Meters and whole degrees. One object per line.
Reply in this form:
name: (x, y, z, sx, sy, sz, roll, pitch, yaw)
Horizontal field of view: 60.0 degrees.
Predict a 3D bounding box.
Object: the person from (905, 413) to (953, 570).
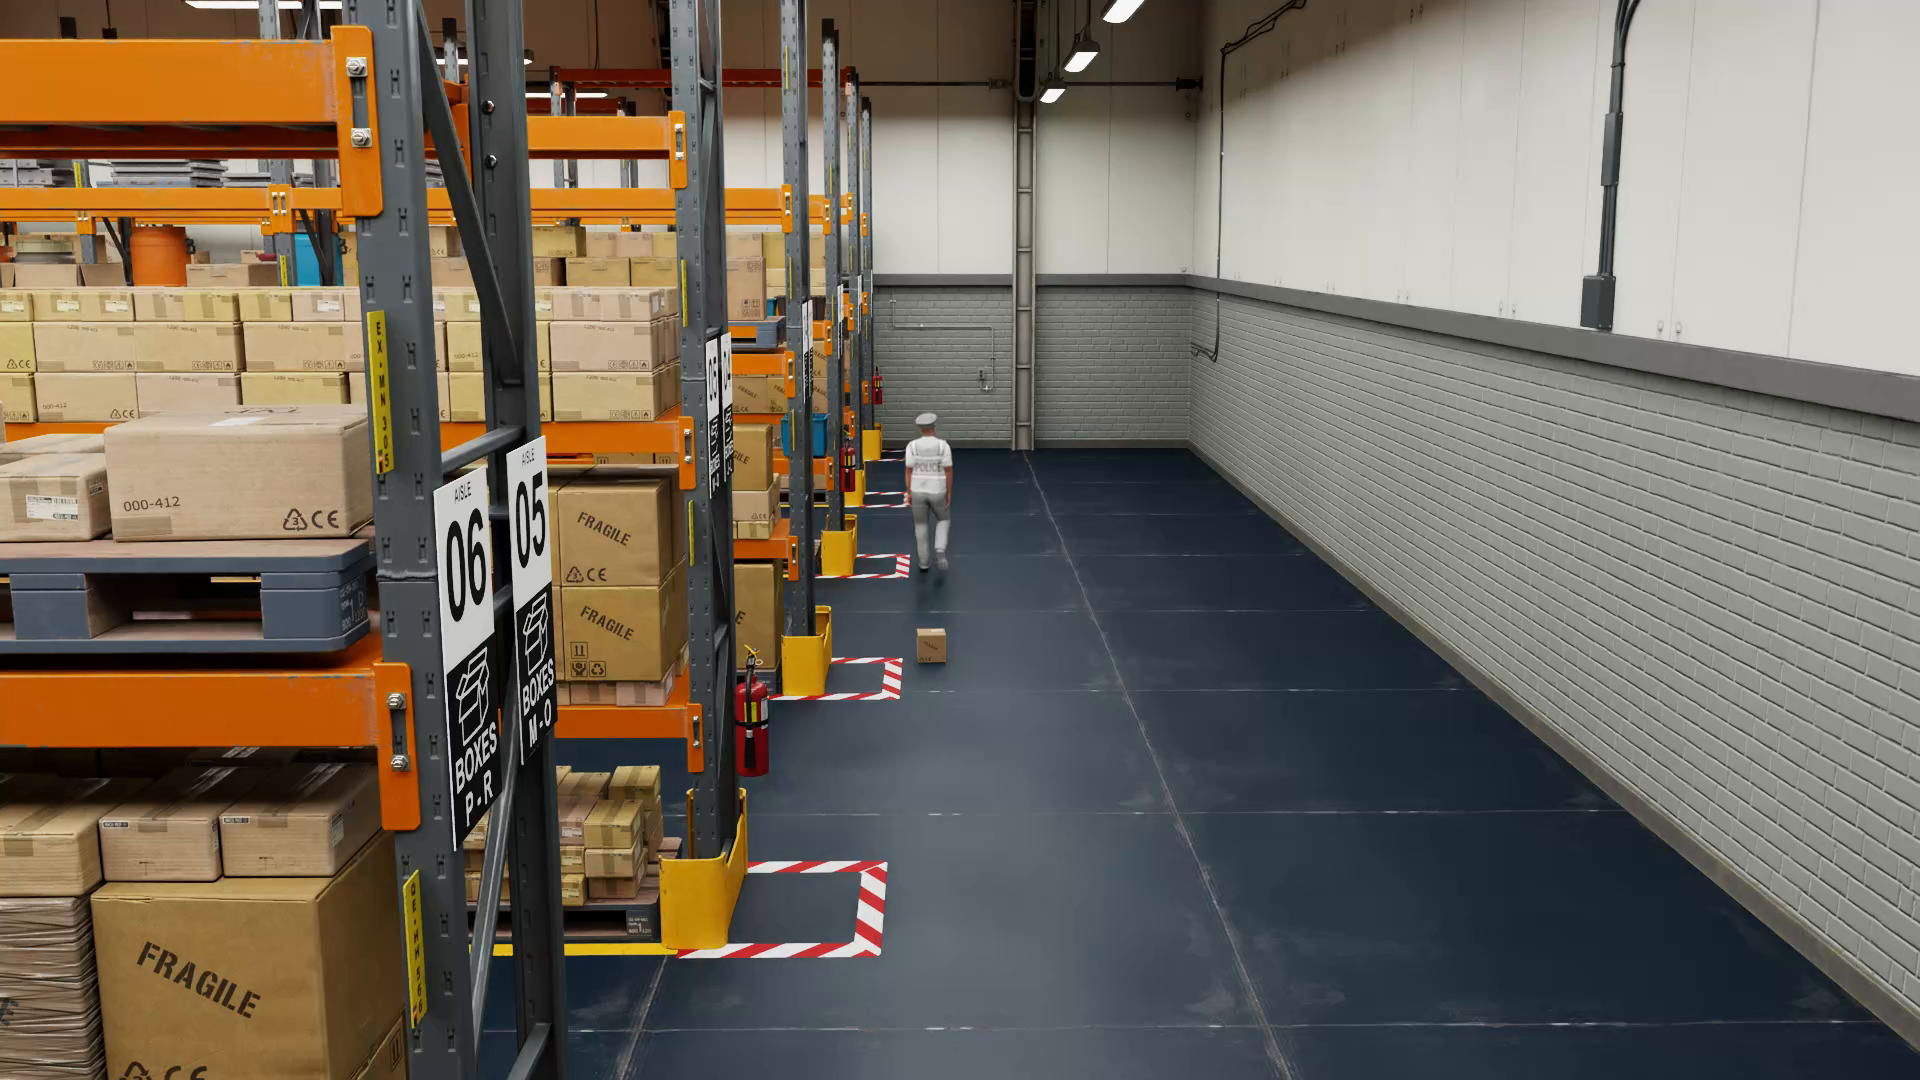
person: (-0.345, -0.540, 18.716, 0.534, 1.780, 0.487, 0, 10, 0)
